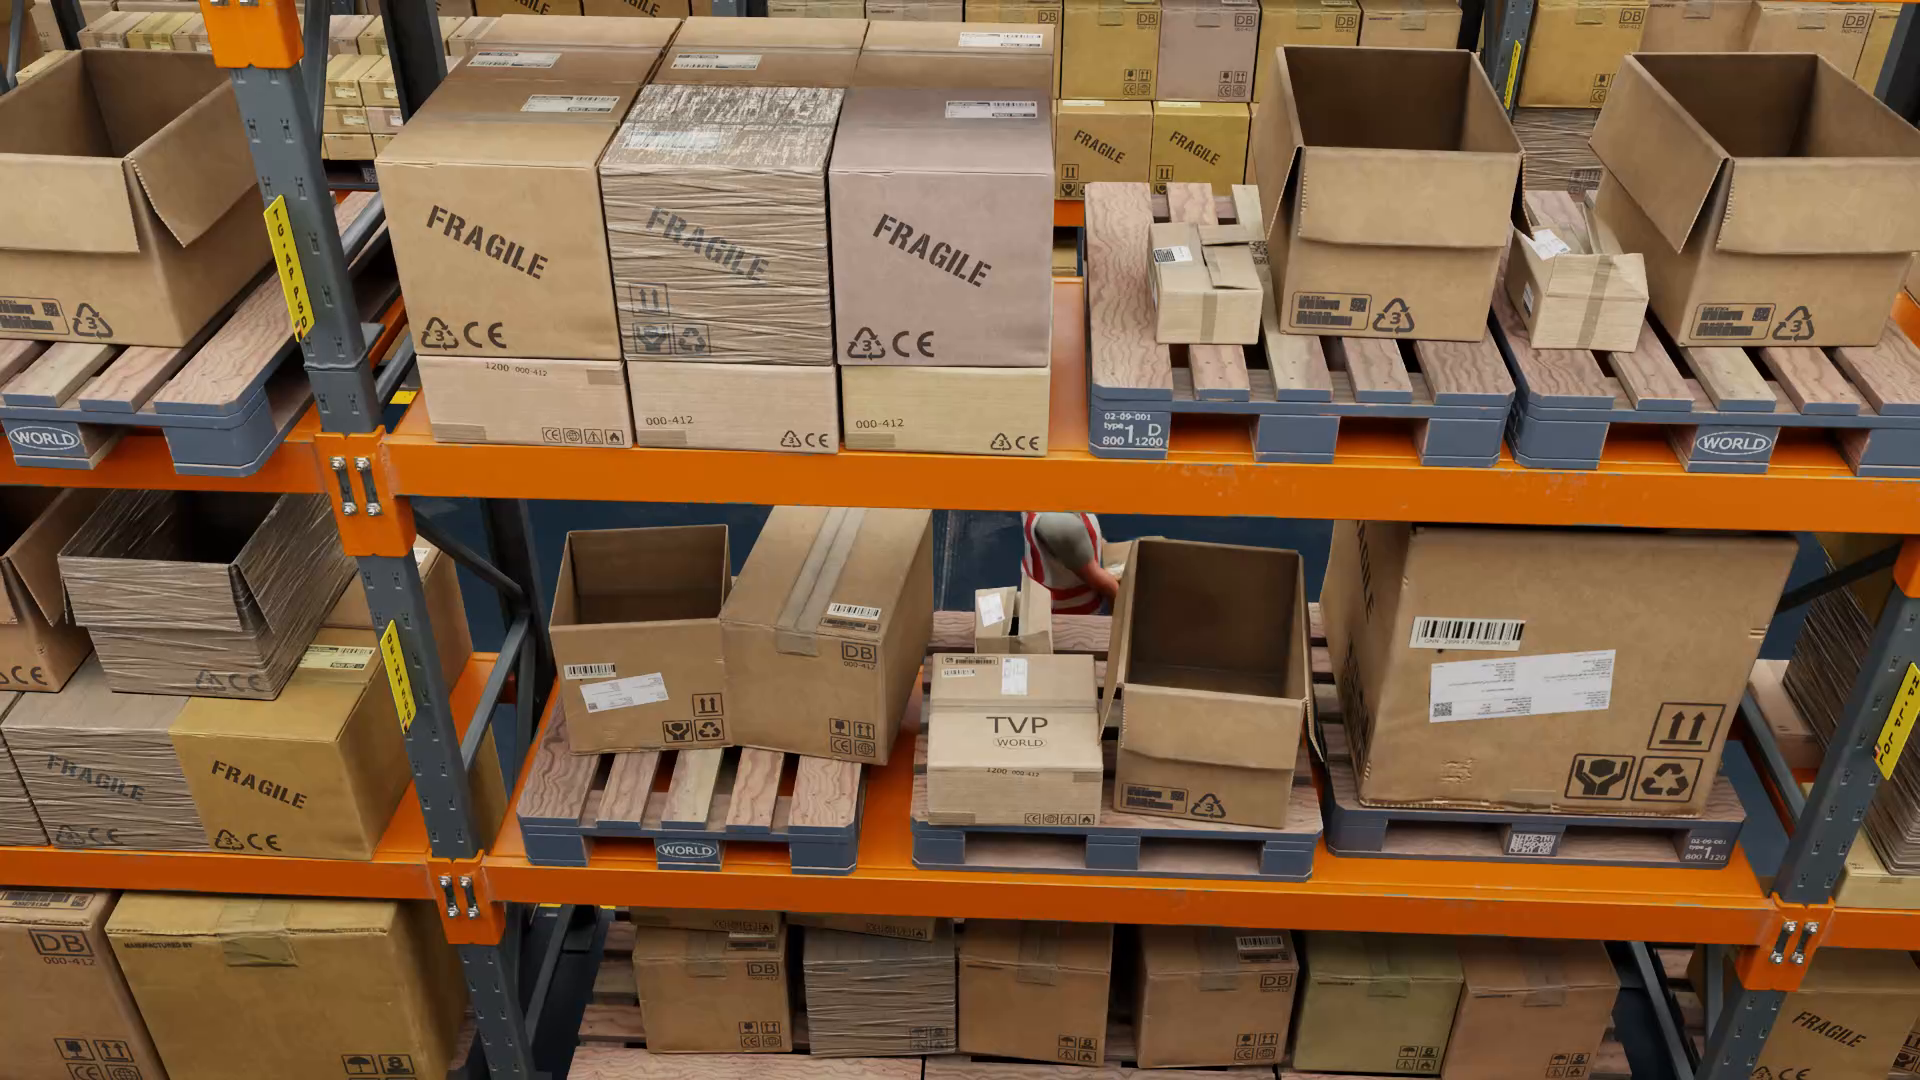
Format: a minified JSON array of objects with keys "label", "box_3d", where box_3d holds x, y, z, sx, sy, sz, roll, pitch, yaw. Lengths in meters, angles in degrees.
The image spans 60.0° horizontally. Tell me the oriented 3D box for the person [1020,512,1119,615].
[{"label":"person","box_3d":[0.503,0.247,6.746,0.552,1.793,0.515,-5,36,-7]}]
